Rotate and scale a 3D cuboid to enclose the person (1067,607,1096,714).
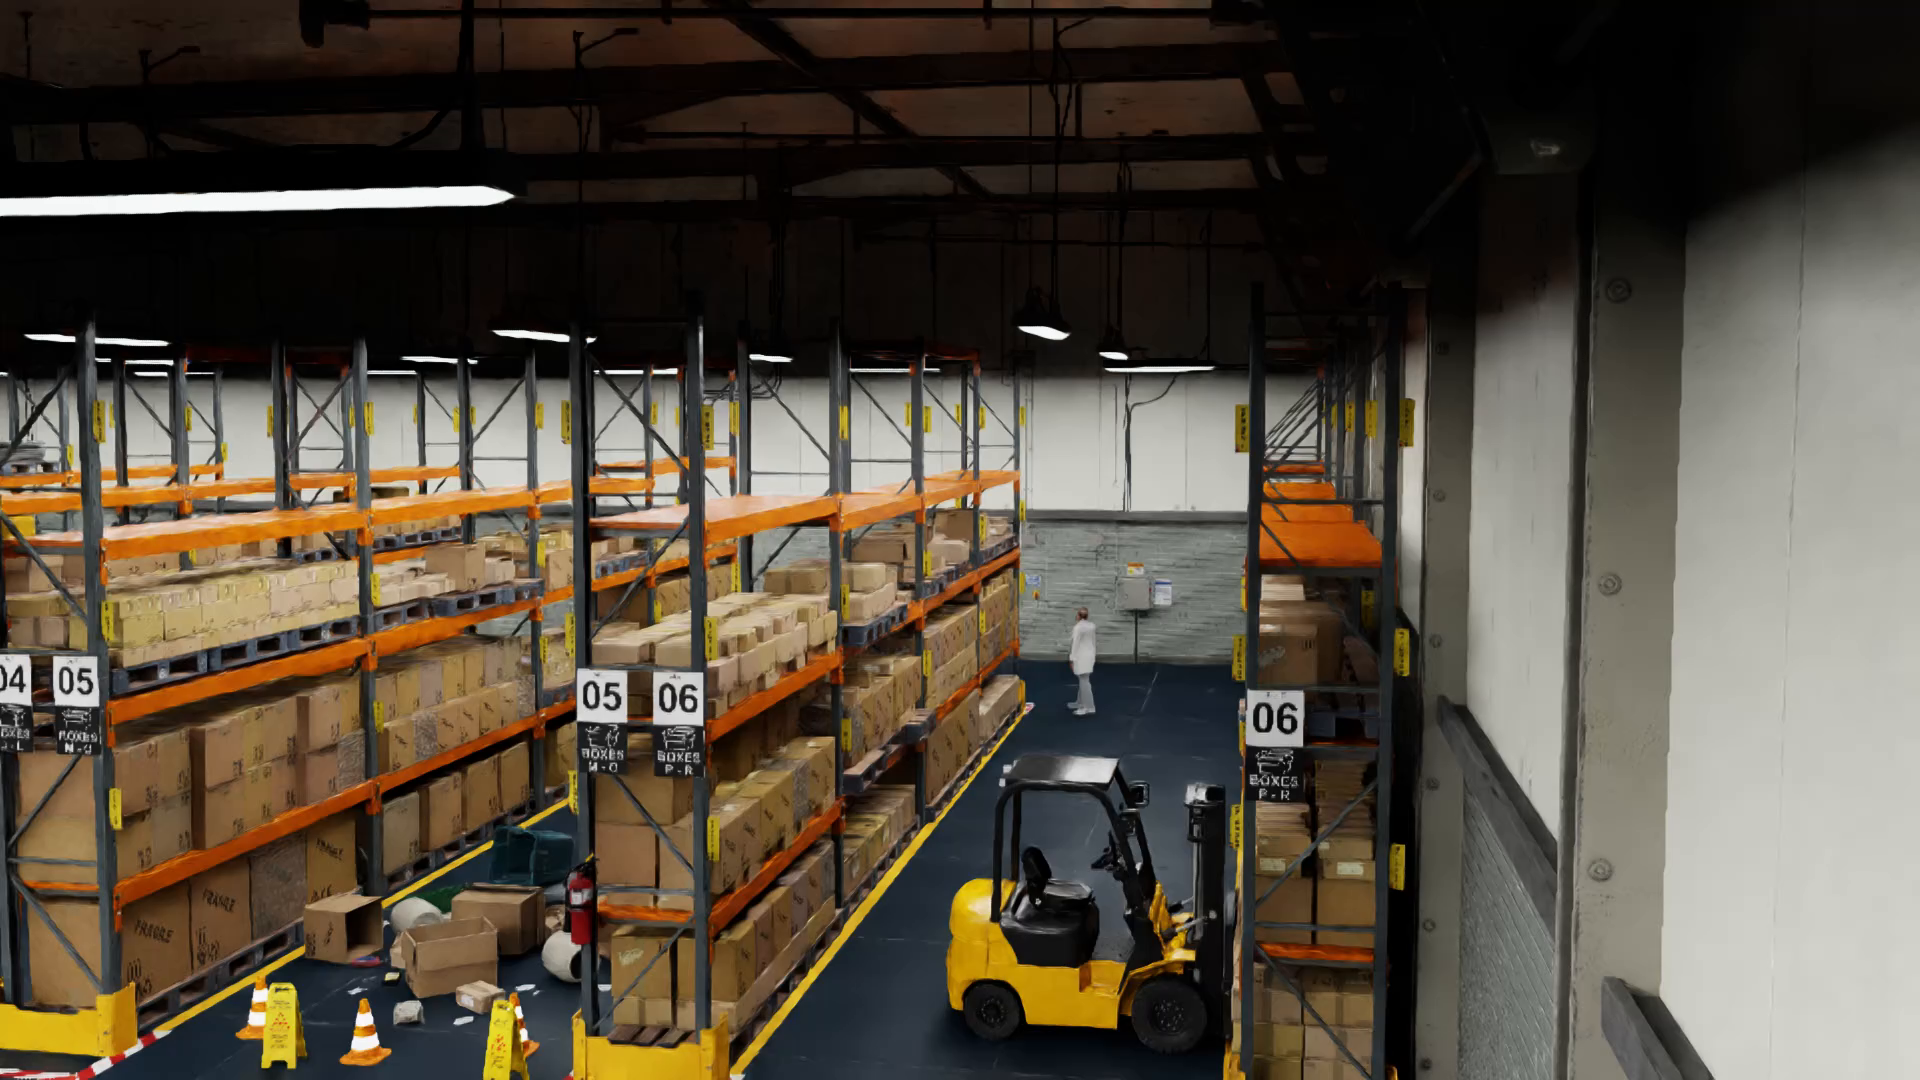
[{"bbox_3d":[2.046,2.006,28.037,0.641,1.772,0.680,3,5,31],"label":"person"}]
